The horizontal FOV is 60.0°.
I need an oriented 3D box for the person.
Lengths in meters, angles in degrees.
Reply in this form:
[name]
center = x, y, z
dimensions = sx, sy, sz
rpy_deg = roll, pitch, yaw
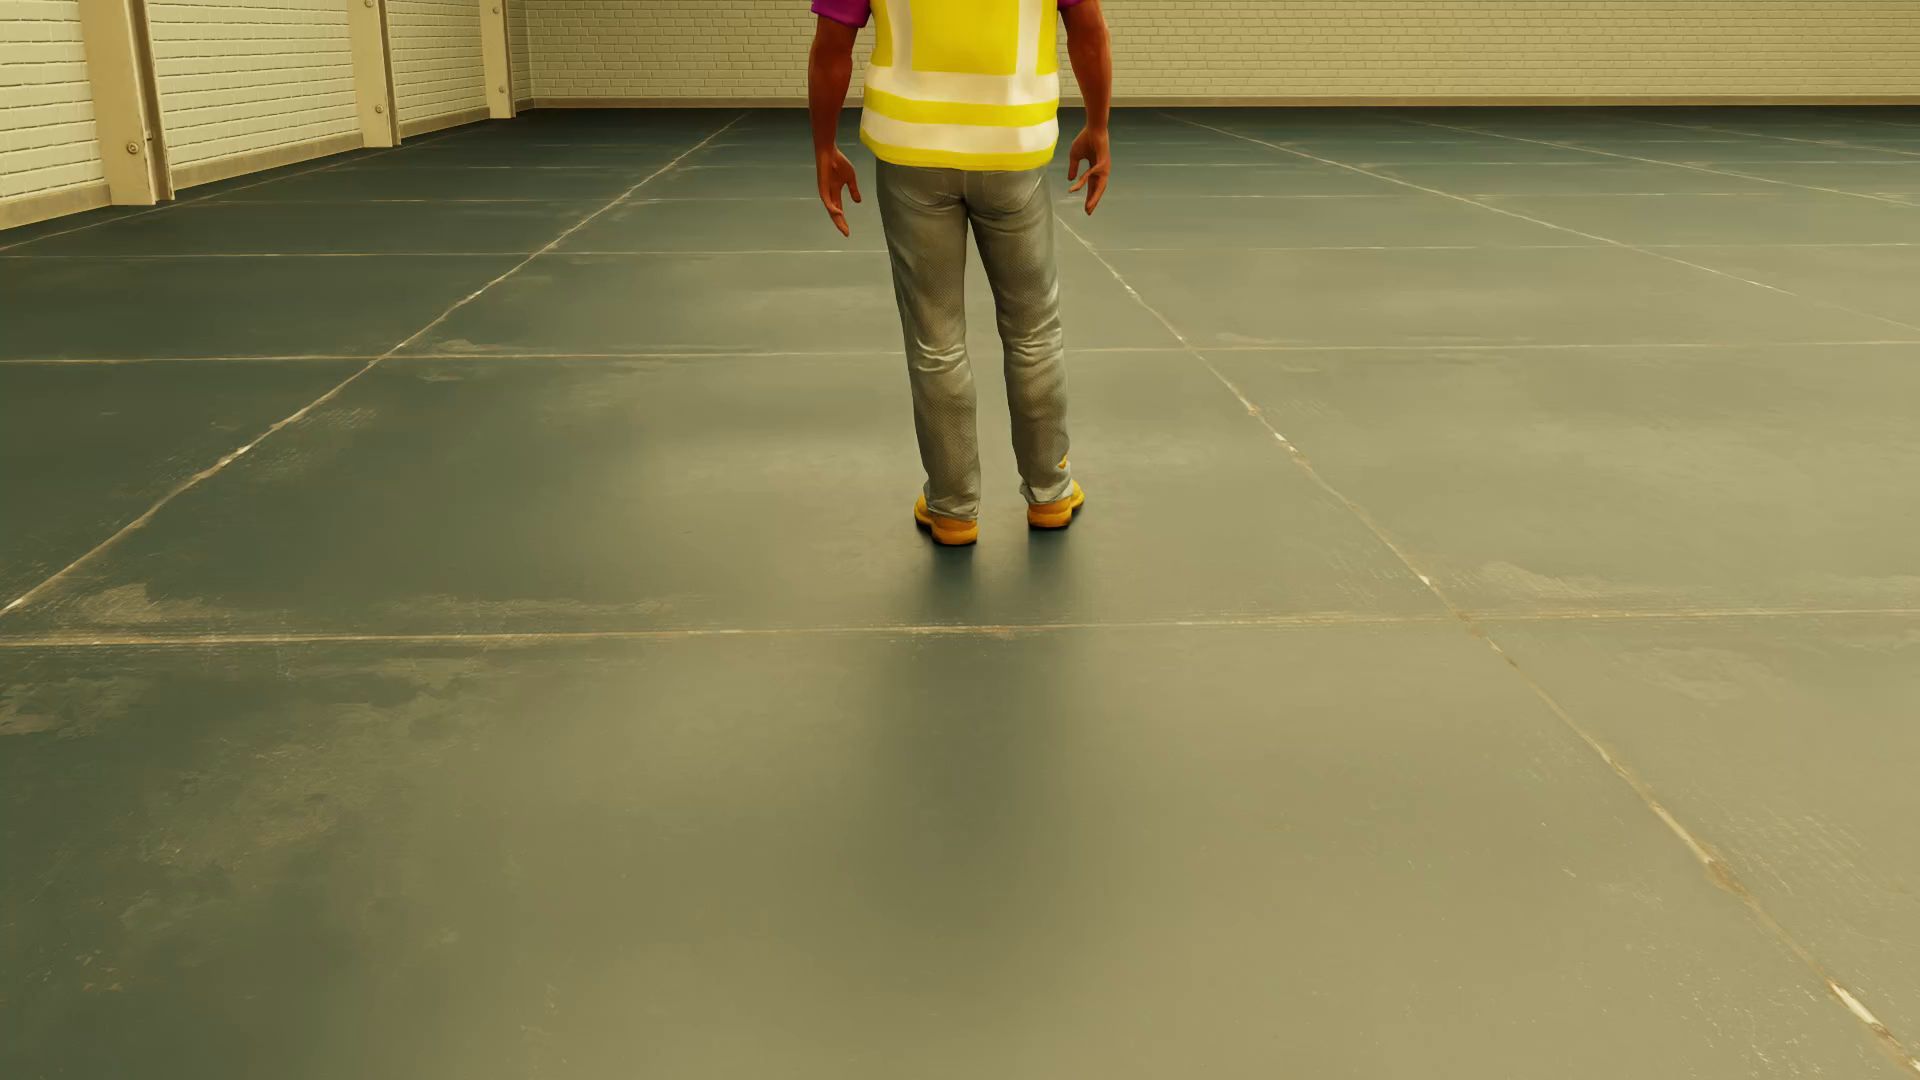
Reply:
[person]
center = 0.001, -0.872, 3.725
dimensions = 0.666, 1.768, 0.575
rpy_deg = -1, 17, -3
